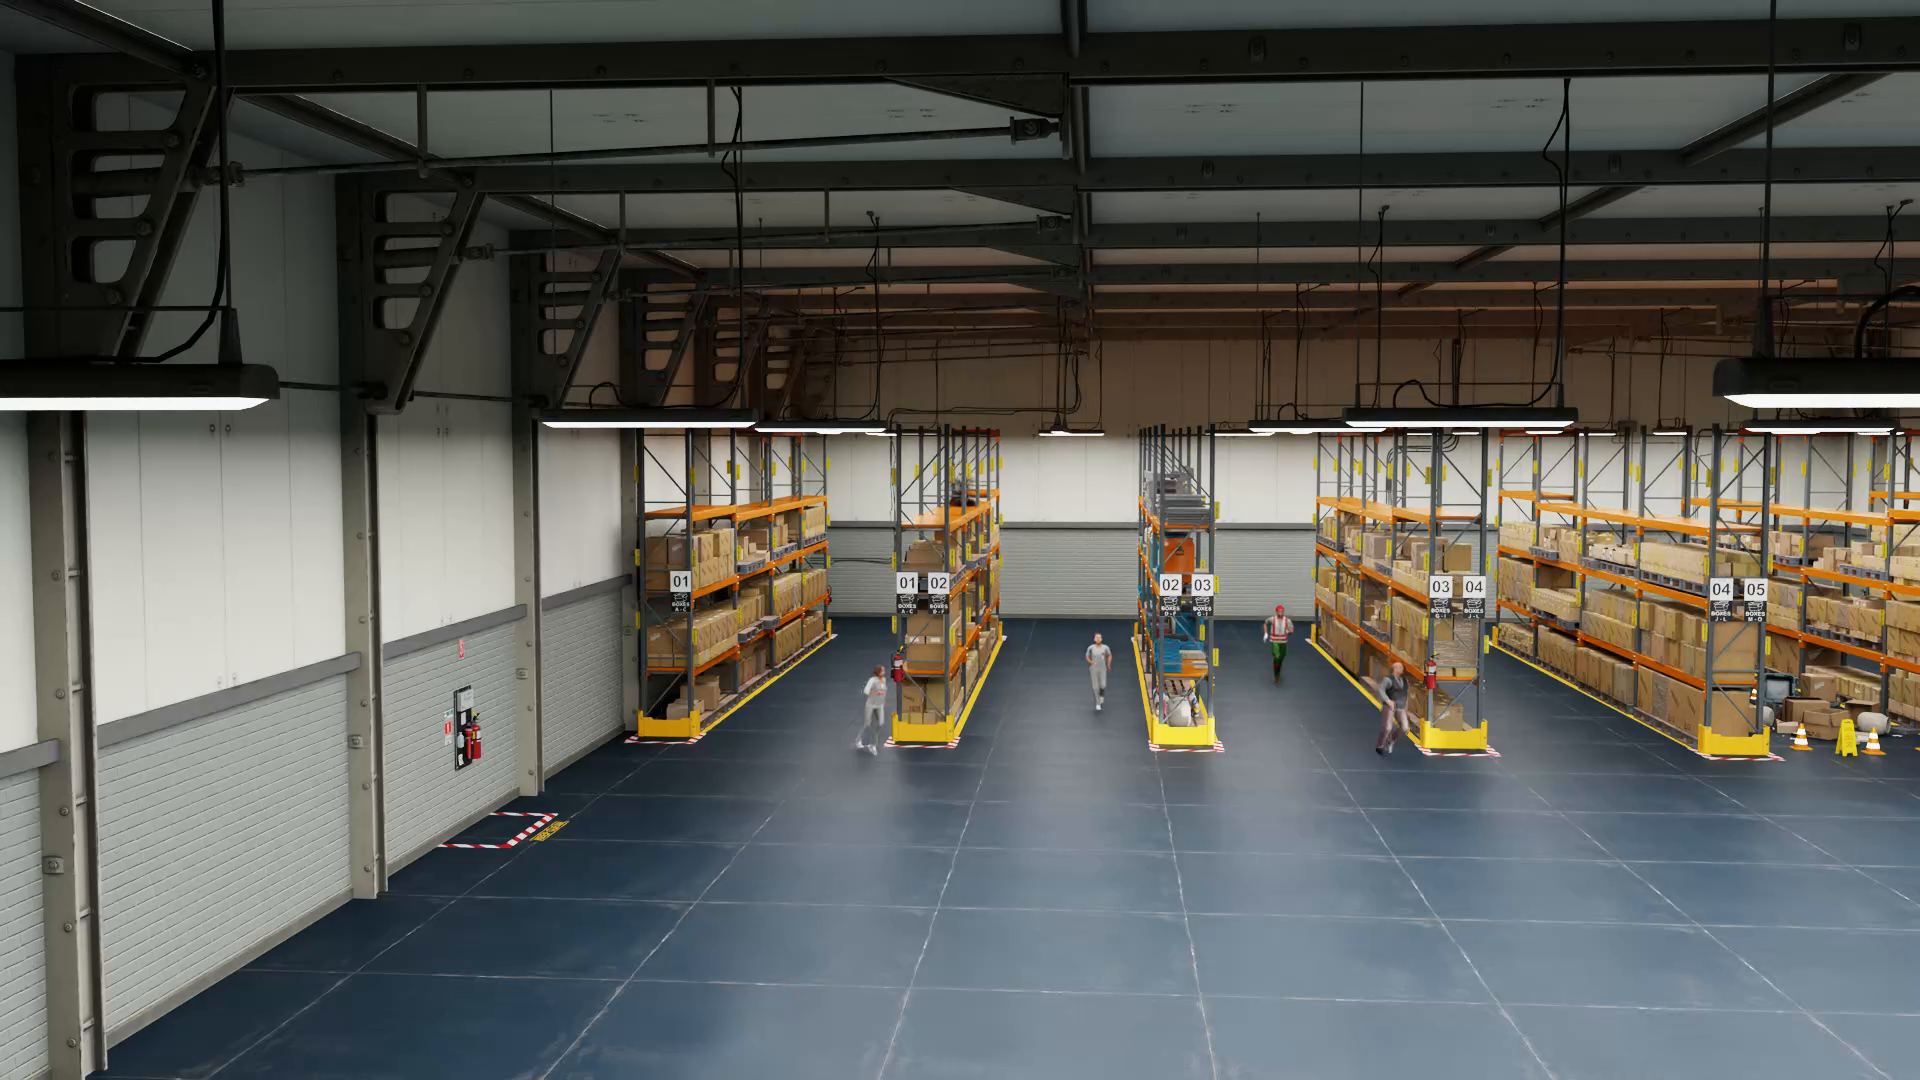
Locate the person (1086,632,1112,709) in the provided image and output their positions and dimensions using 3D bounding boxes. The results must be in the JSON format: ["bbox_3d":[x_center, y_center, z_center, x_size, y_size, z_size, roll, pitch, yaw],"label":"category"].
[{"bbox_3d":[2.938,2.770,35.155,0.558,1.631,0.555,0,3,2],"label":"person"}]

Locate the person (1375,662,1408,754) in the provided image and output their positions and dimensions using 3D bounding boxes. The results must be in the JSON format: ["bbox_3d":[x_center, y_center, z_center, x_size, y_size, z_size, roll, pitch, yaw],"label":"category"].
[{"bbox_3d":[7.908,3.050,30.136,0.713,1.669,0.575,-1,4,-18],"label":"person"}]

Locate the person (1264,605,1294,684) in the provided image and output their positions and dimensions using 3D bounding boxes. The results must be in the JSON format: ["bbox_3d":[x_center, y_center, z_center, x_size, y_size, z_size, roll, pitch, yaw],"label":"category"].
[{"bbox_3d":[7.500,2.443,39.124,0.644,1.844,0.876,0,3,-5],"label":"person"}]

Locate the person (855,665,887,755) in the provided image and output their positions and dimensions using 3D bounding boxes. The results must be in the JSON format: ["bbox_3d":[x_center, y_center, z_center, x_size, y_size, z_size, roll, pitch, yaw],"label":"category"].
[{"bbox_3d":[-1.550,3.083,30.481,0.562,1.604,0.675,-2,4,-33],"label":"person"}]
